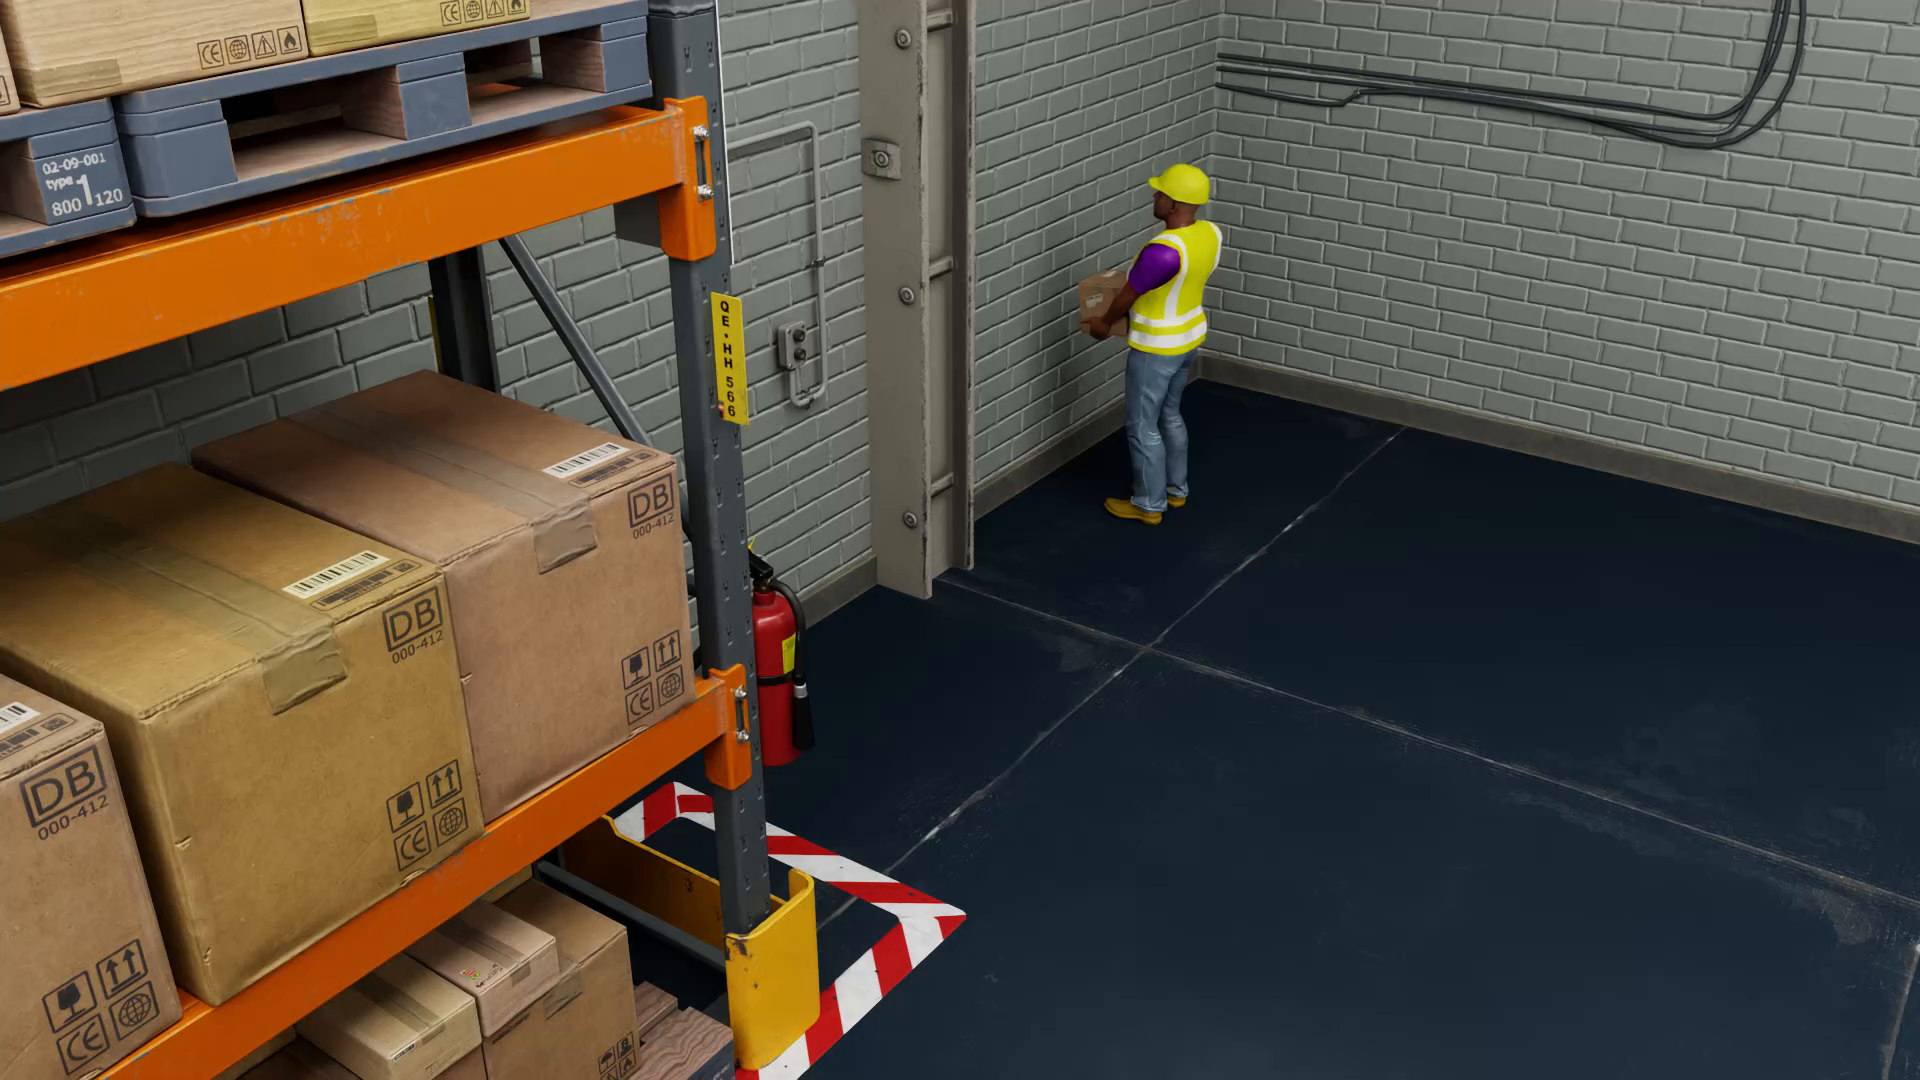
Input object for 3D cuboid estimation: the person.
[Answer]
[{"bbox_3d":[0.888,-0.955,7.990,0.587,1.758,0.503,18,32,31],"label":"person"}]
